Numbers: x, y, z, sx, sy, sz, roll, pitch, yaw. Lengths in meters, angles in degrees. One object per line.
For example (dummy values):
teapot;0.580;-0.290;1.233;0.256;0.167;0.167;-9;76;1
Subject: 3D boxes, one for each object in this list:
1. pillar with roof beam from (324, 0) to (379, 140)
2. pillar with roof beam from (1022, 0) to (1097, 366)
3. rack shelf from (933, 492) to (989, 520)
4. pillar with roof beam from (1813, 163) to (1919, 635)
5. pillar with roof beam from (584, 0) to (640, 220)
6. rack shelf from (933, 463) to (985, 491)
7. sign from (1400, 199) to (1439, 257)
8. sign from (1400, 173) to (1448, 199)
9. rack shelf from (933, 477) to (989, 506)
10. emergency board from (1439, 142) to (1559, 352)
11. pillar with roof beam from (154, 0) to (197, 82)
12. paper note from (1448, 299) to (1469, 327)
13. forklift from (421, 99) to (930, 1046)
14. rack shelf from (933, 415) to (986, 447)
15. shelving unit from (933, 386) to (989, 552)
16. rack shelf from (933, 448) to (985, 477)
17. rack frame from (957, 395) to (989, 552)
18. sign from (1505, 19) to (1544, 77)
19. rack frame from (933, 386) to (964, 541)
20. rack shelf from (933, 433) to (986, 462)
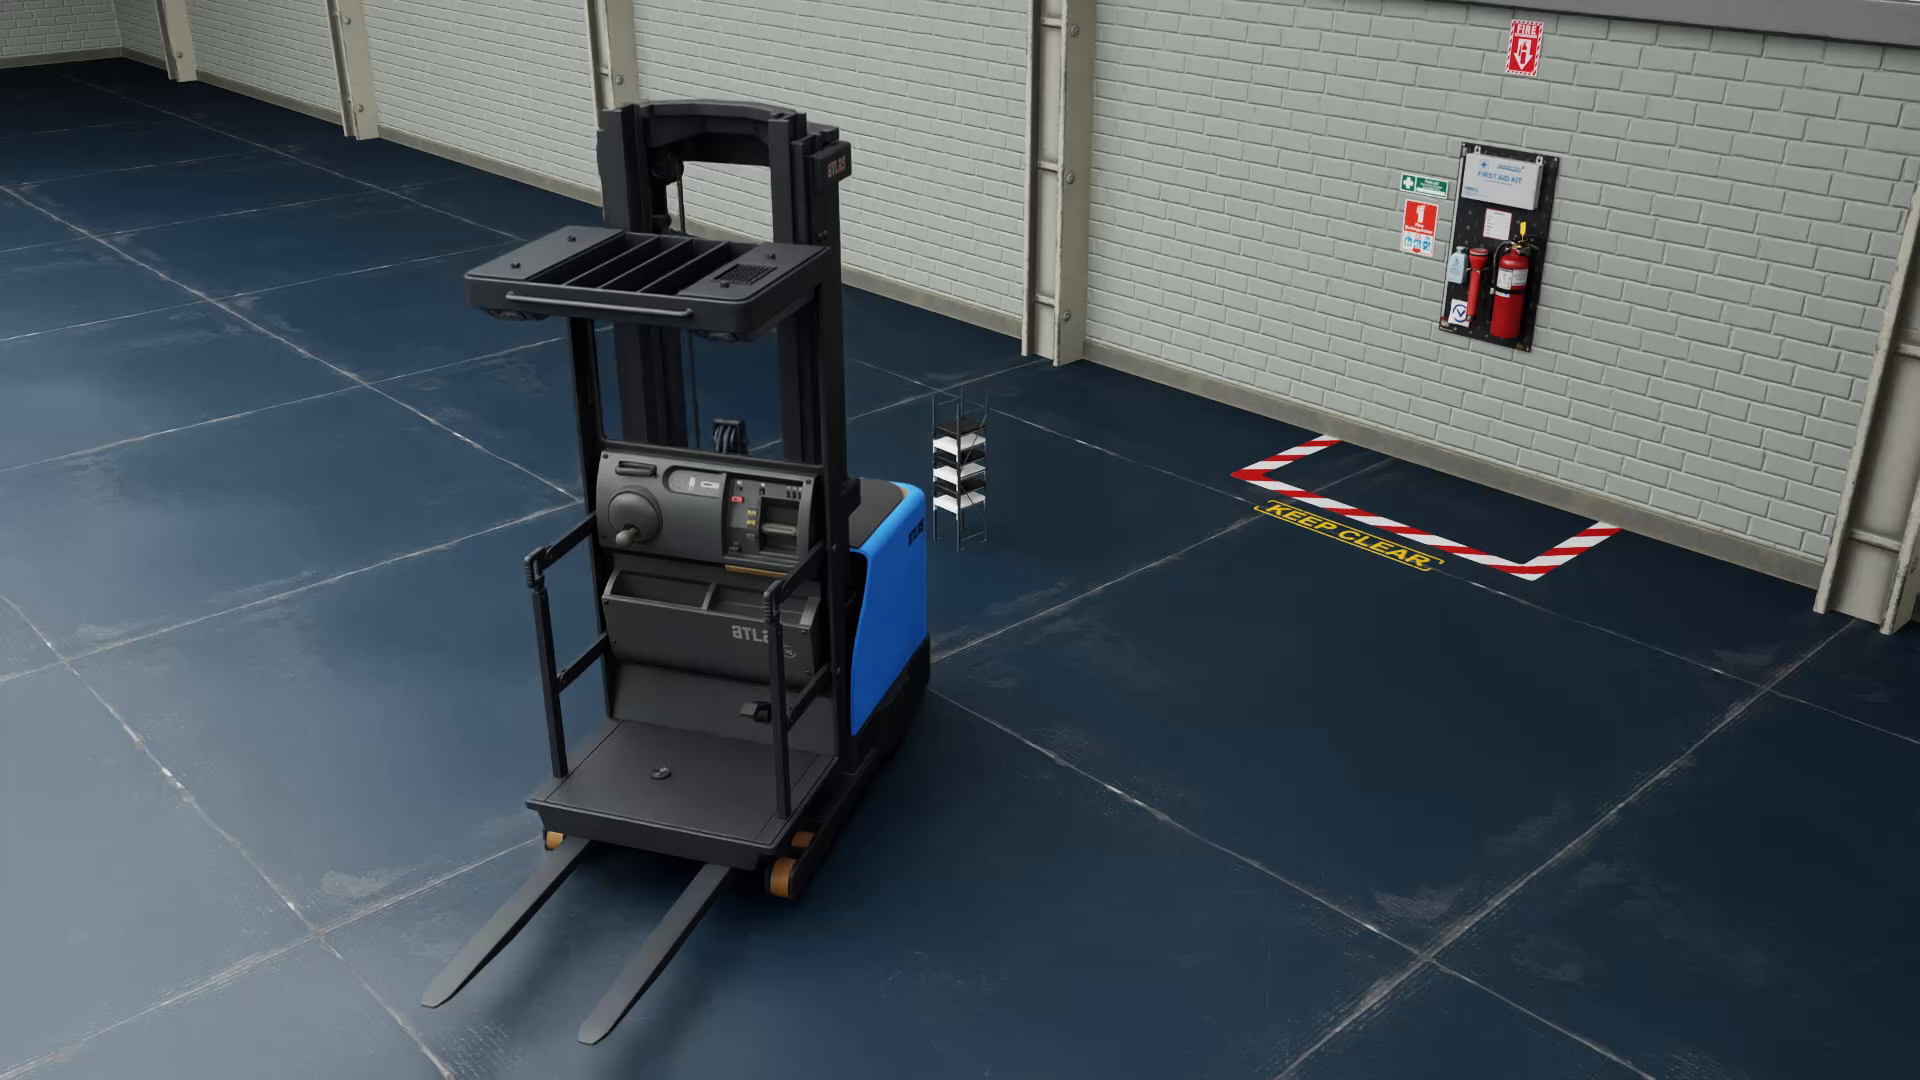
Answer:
pillar with roof beam;-10.623;-7.932;16.295;9.100;9.000;0.400;-21;32;-38
pillar with roof beam;-2.421;-4.297;8.326;9.100;9.000;0.400;-21;32;-38
rack shelf;0.006;-0.213;9.646;0.258;0.077;0.200;-21;32;-38
pillar with roof beam;1.680;-2.479;4.341;9.100;9.000;0.400;-21;32;-38
pillar with roof beam;-6.522;-6.114;12.311;9.100;9.000;0.400;-21;32;-38
rack shelf;0.006;-0.377;9.572;0.258;0.077;0.200;-21;32;-38
sign;2.858;-1.943;10.352;0.001;0.329;0.234;-21;32;-38
sign;2.855;-2.180;10.234;0.001;0.109;0.331;-21;32;-38
rack shelf;0.006;-0.295;9.609;0.258;0.077;0.200;-21;32;-38
emergency board;3.161;-1.730;9.928;0.194;1.169;0.643;-21;32;-38
pillar with roof beam;-14.724;-9.750;20.280;9.100;9.000;0.400;-21;32;-38
paper note;3.090;-1.403;10.272;0.016;0.148;0.142;-21;32;-38
forklift;-1.078;-0.092;6.420;1.130;2.935;3.031;8;26;16
rack shelf;0.006;-0.622;9.460;0.258;0.077;0.200;-21;32;-38
shelving unit;0.006;-0.407;9.558;0.258;0.900;0.210;-21;32;-38
rack shelf;0.006;-0.459;9.534;0.258;0.077;0.200;-21;32;-38
rack frame;0.075;-0.376;9.490;0.240;0.900;0.006;-21;32;-38
sign;3.228;-2.815;9.515;0.001;0.298;0.199;-21;32;-38
rack frame;-0.064;-0.438;9.625;0.240;0.900;0.006;-21;32;-38
rack shelf;0.006;-0.540;9.497;0.258;0.077;0.200;-21;32;-38
